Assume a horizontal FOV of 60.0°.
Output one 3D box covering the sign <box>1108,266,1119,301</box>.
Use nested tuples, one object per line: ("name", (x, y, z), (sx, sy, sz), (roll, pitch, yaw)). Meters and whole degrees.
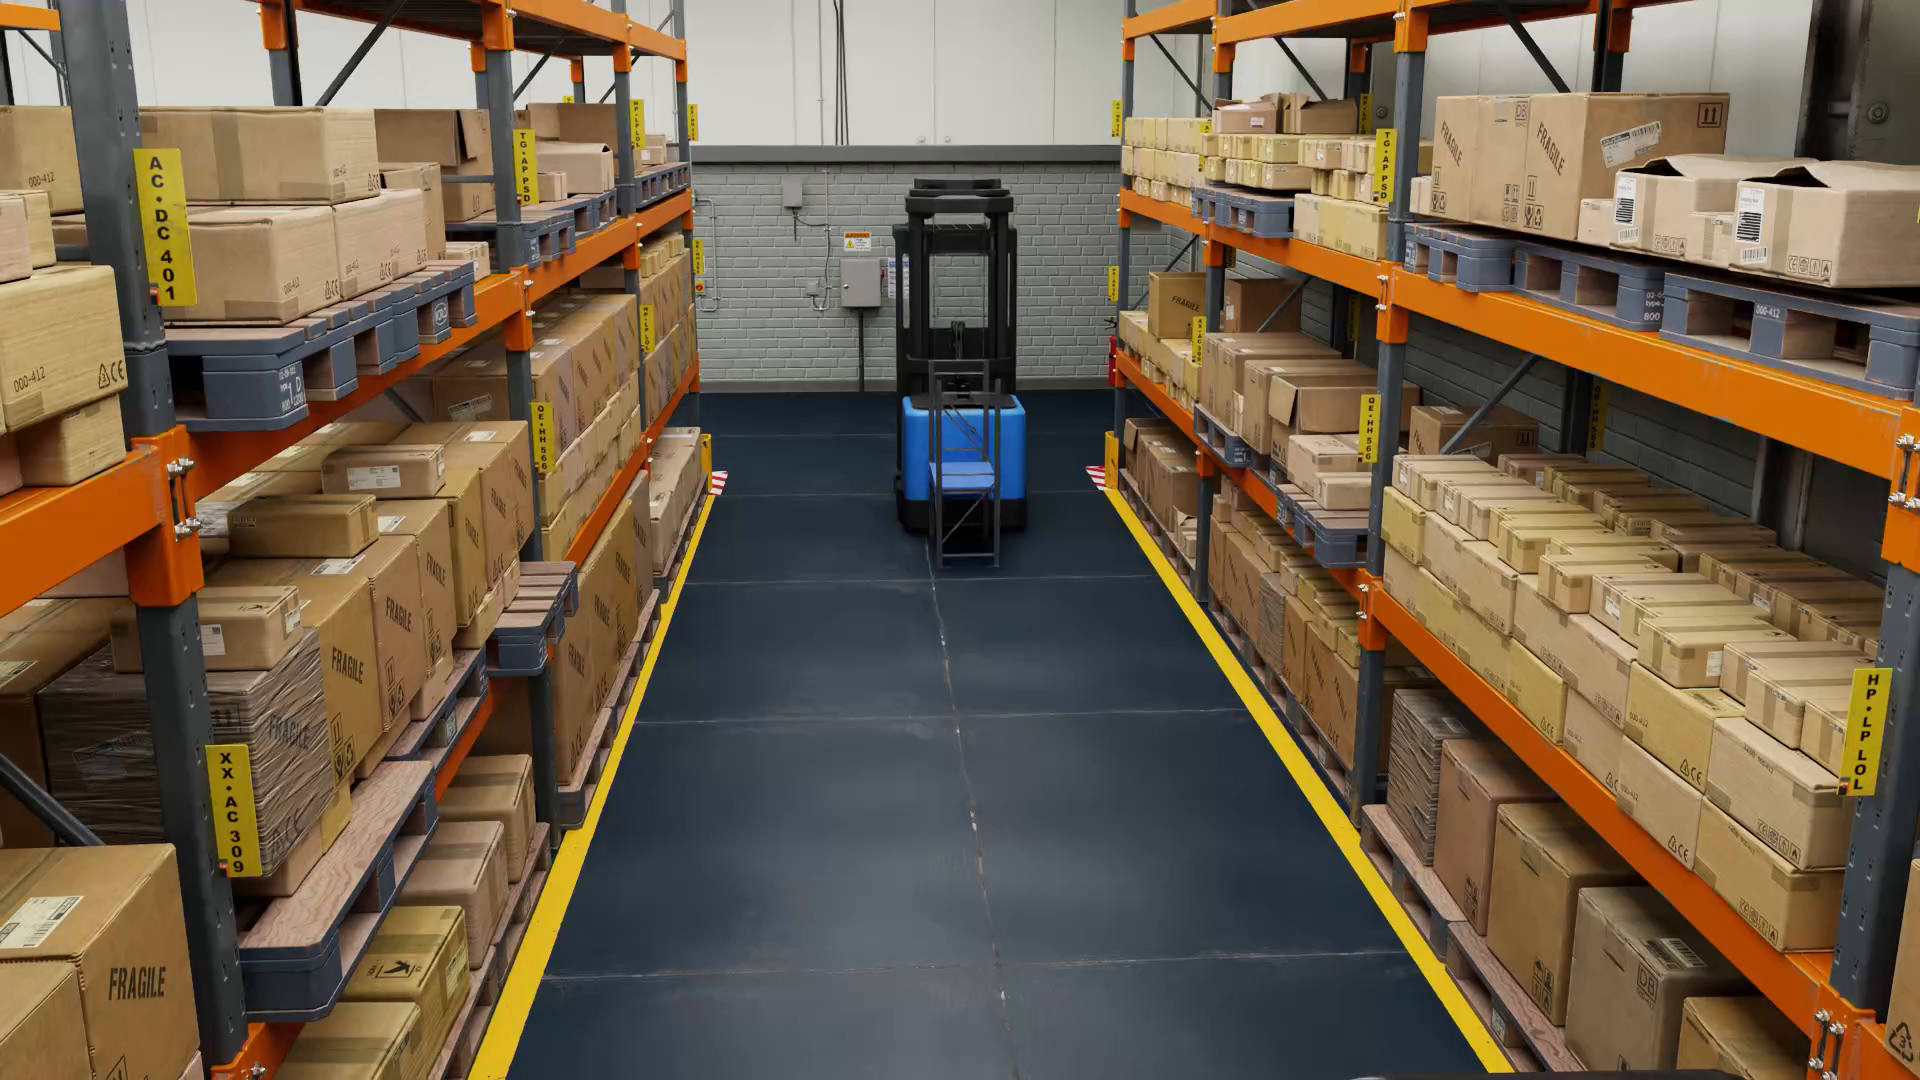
("sign", (1.450, -2.417, 15.663), (0.100, 0.325, 0.005), (-1, 14, -3))

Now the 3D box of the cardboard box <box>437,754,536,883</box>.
("cardboard box", (-2.442, 1.271, 7.497), (0.950, 0.372, 0.625), (-2, 15, -7))

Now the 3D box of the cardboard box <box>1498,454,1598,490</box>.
("cardboard box", (2.709, -0.301, 7.675), (0.380, 0.149, 0.250), (0, 14, -2))

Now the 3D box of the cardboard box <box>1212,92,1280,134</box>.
("cardboard box", (1.910, -2.858, 11.129), (0.396, 0.266, 0.258), (-1, 14, -4))

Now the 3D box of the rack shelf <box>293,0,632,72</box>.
("rack shelf", (-2.591, -2.800, 9.094), (1.077, 0.370, 4.000), (-1, 14, -3))

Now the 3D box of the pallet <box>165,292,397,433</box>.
("pallet", (-2.151, -0.461, 4.155), (1.213, 0.211, 1.003), (-1, 14, -3))

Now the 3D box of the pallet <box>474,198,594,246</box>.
("pallet", (-2.632, -1.737, 9.119), (1.003, 0.211, 1.213), (0, 14, -1))

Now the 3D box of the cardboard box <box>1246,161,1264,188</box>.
("cardboard box", (1.933, -2.196, 9.984), (0.380, 0.149, 0.250), (-1, 14, -2))

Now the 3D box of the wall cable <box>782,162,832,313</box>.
("wall cable", (-1.920, -3.847, 20.921), (0.588, 1.984, 0.122), (-1, 14, -3))

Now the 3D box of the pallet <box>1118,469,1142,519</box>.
("pallet", (2.047, -0.438, 15.307), (1.003, 0.211, 1.213), (-1, 14, -3))

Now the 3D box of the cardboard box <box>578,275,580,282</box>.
("cardboard box", (-2.965, -1.982, 12.199), (0.380, 0.149, 0.250), (-1, 14, -3))

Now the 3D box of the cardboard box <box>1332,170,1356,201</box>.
("cardboard box", (2.179, -1.866, 8.739), (0.380, 0.149, 0.250), (-1, 14, -3))

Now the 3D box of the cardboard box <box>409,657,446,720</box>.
("cardboard box", (-1.991, 0.507, 5.696), (0.380, 0.149, 0.250), (0, 14, -1))

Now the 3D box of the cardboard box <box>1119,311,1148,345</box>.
("cardboard box", (1.751, -1.960, 15.330), (0.500, 0.250, 0.500), (-1, 14, -3))

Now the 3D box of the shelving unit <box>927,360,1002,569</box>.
("shelving unit", (0.027, -0.633, 13.476), (0.538, 1.500, 1.048), (-1, 14, -4))

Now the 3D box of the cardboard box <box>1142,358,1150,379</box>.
("cardboard box", (1.768, -1.477, 14.252), (0.380, 0.149, 0.250), (-1, 14, -5))

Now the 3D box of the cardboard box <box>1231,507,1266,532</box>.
("cardboard box", (2.090, -0.157, 11.489), (0.380, 0.149, 0.250), (-1, 14, -5))

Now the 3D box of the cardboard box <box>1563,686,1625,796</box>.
("cardboard box", (2.406, 0.681, 5.662), (0.500, 0.250, 0.500), (-1, 14, -3))

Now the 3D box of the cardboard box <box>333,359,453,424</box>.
("cardboard box", (-2.760, -0.596, 8.116), (0.500, 0.500, 0.500), (-1, 14, -5))

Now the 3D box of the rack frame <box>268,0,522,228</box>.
("rack frame", (-2.467, -2.844, 7.021), (1.000, 3.000, 0.127), (-1, 14, -3))

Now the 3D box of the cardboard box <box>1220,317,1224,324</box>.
("cardboard box", (2.316, -1.839, 14.858), (0.500, 0.250, 0.500), (-1, 14, -3))

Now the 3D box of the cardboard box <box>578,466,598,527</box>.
("cardboard box", (-2.322, -0.250, 9.279), (0.500, 0.250, 0.500), (0, 14, -2))

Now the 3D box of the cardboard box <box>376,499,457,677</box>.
("cardboard box", (-2.053, 0.164, 5.730), (0.500, 0.500, 0.500), (-1, 15, -6))

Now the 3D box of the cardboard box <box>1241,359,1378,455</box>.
("cardboard box", (2.127, -0.815, 10.132), (0.700, 0.500, 0.500), (-1, 14, -4))

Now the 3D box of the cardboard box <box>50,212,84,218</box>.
("cardboard box", (-2.400, -0.671, 4.051), (0.500, 0.250, 0.500), (-1, 14, -5))

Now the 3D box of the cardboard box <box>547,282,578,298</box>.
("cardboard box", (-3.019, -1.579, 11.938), (0.500, 0.500, 0.500), (-1, 14, -4))

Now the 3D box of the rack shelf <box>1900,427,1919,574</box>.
("rack shelf", (2.859, 0.371, 1.987), (1.077, 0.370, 4.000), (-1, 14, -3))

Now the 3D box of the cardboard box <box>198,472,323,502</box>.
("cardboard box", (-2.591, 0.042, 6.202), (0.500, 0.500, 0.500), (-1, 14, -2))

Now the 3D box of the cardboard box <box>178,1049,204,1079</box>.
("cardboard box", (-1.895, 1.253, 3.642), (0.380, 0.149, 0.250), (-1, 14, -4))

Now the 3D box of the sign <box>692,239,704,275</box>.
("sign", (-2.420, -2.609, 15.347), (0.100, 0.325, 0.005), (-1, 14, -3))

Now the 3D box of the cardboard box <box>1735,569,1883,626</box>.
("cardboard box", (2.901, 0.207, 5.699), (0.380, 0.149, 0.250), (-1, 14, -4))

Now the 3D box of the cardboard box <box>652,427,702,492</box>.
("cardboard box", (-2.822, -0.728, 15.137), (0.875, 0.438, 0.875), (-1, 14, -5))

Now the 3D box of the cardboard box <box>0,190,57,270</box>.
("cardboard box", (-1.981, -0.586, 3.168), (0.380, 0.149, 0.250), (-1, 14, -2))

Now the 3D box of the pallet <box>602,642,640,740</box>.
("pallet", (-2.513, 0.912, 10.060), (1.003, 0.211, 1.213), (-1, 14, -3))

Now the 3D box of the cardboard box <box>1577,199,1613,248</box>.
("cardboard box", (2.316, -1.065, 5.587), (0.380, 0.149, 0.250), (-1, 14, -4))

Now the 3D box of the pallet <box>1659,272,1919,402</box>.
("pallet", (2.667, -0.601, 4.706), (0.805, 0.209, 1.217), (-1, 15, -6))

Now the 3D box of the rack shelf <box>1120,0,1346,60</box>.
("rack shelf", (2.116, -4.064, 13.213), (1.077, 0.370, 4.000), (-1, 14, -3))

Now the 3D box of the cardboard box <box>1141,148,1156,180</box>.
("cardboard box", (1.818, -3.162, 13.980), (0.500, 0.250, 0.500), (-1, 14, -5))

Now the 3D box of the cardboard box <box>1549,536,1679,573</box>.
("cardboard box", (2.416, 0.089, 6.159), (0.380, 0.149, 0.250), (-1, 14, -3))

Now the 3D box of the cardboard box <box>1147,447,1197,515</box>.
("cardboard box", (1.882, -0.499, 14.120), (0.500, 0.500, 0.500), (-1, 14, -2))

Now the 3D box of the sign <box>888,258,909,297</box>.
("sign", (-0.749, -3.340, 21.177), (0.329, 0.494, 0.001), (-1, 14, -3))

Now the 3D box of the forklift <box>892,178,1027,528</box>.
("forklift", (-0.053, -1.834, 15.272), (1.130, 2.935, 3.031), (-1, 14, -4))

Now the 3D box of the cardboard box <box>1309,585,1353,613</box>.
("cardboard box", (2.213, 0.358, 9.488), (0.380, 0.149, 0.250), (0, 14, -2))

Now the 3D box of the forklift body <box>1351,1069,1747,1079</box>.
("forklift body", (1.045, 1.941, 2.167), (2.313, 2.155, 1.214), (-1, 14, -3))

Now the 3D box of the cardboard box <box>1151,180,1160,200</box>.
("cardboard box", (1.777, -2.871, 13.651), (0.380, 0.149, 0.250), (-1, 14, -3))

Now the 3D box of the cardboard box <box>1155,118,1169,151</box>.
("cardboard box", (1.868, -3.280, 13.435), (0.500, 0.250, 0.500), (0, 14, -2))

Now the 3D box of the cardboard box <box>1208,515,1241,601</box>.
("cardboard box", (2.045, 0.120, 11.715), (0.500, 0.500, 0.500), (0, 14, -1))

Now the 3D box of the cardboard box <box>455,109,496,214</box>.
("cardboard box", (-2.718, -1.887, 8.276), (0.700, 0.500, 0.500), (-2, 15, -6))

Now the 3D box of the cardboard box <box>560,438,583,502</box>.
("cardboard box", (-2.283, -0.367, 8.730), (0.500, 0.250, 0.500), (-1, 14, -2))

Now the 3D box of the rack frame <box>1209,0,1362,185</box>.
("rack frame", (2.239, -3.917, 11.189), (1.000, 3.000, 0.127), (-1, 14, -3))

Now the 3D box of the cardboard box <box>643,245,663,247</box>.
("cardboard box", (-2.609, -2.307, 13.464), (0.380, 0.149, 0.250), (0, 14, -2))

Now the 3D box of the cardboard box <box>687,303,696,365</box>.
("cardboard box", (-2.668, -1.861, 15.039), (0.500, 0.500, 0.500), (-1, 14, -3))

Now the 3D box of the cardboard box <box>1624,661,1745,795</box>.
("cardboard box", (2.410, 0.563, 5.117), (0.500, 0.250, 0.500), (-1, 14, -5))

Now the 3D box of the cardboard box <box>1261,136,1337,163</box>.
("cardboard box", (1.974, -2.275, 9.692), (0.380, 0.149, 0.250), (-1, 14, -3))

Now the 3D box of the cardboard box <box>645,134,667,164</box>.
("cardboard box", (-2.845, -3.450, 14.652), (0.500, 0.250, 0.500), (-2, 15, -9))
